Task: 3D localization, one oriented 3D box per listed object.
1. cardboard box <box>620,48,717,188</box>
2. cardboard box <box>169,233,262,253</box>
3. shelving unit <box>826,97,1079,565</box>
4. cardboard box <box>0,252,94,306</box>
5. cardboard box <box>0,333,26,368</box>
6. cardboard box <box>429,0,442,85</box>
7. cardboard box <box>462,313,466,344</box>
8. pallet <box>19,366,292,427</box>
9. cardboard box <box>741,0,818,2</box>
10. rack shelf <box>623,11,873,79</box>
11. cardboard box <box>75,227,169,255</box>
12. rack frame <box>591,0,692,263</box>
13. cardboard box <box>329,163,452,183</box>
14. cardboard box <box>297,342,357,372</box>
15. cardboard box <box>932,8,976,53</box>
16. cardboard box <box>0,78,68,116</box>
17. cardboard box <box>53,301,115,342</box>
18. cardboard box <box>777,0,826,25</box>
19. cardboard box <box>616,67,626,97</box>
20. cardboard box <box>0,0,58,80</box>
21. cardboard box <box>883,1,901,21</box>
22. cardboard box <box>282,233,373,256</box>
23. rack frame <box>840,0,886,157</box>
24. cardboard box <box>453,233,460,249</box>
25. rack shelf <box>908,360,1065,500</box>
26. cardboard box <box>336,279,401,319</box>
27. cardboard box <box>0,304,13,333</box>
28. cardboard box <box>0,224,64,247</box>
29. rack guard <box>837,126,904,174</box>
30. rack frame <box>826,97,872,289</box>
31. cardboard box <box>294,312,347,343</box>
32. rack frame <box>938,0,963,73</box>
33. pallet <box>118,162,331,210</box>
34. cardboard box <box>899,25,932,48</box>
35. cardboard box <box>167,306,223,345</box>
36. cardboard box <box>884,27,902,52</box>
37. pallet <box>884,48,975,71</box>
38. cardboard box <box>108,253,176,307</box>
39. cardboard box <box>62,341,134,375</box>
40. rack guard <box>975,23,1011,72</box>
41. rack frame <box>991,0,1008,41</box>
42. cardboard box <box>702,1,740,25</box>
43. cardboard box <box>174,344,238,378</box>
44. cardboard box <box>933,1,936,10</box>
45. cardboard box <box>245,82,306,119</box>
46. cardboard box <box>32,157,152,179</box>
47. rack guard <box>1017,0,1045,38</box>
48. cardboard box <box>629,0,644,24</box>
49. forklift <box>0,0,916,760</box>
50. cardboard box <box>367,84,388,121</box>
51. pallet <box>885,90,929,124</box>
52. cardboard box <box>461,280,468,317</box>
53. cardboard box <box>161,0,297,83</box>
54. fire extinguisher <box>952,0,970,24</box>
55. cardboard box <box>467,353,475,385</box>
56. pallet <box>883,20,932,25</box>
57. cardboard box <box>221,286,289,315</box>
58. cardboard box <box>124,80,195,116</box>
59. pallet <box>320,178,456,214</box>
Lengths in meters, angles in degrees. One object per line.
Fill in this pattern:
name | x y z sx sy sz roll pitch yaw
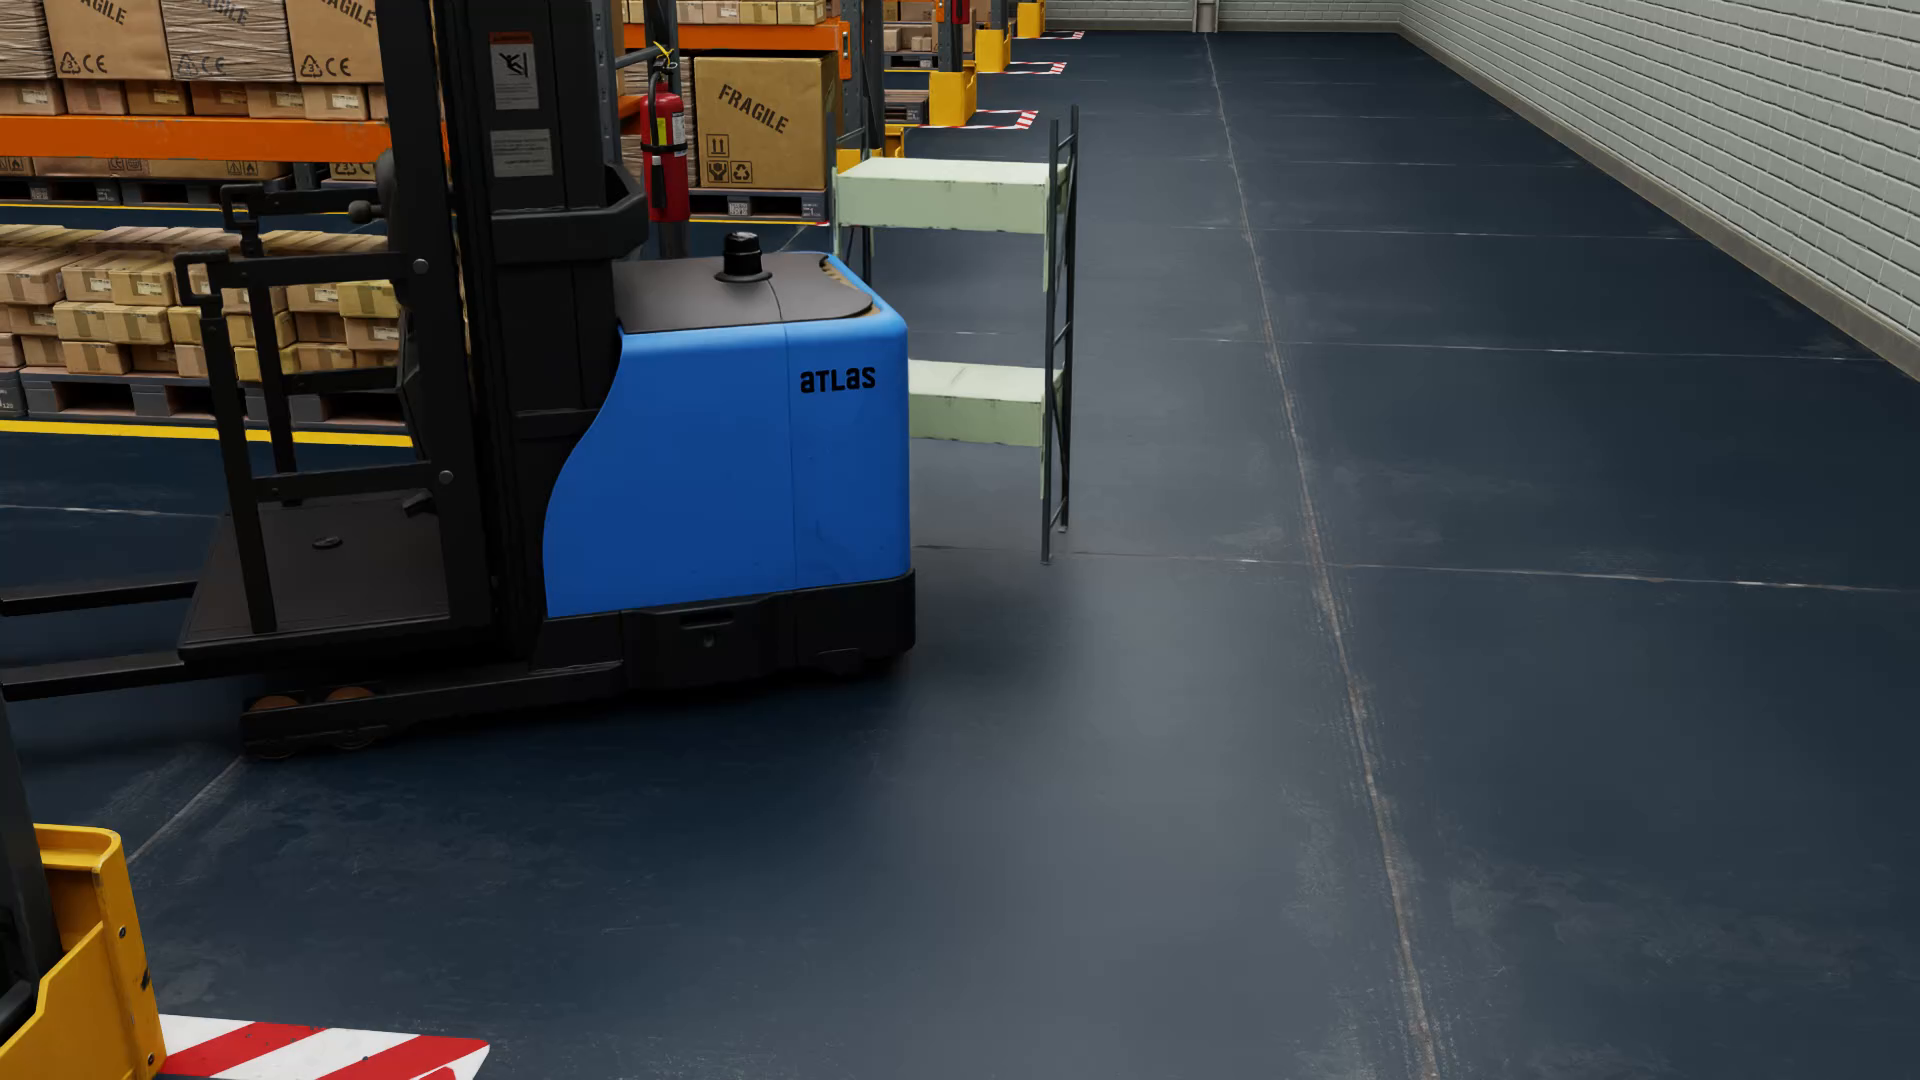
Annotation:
cardboard box | -2.221 -3.033 11.850 0.875 0.875 0.875 2 22 6
cardboard box | -3.406 -1.300 7.645 0.250 0.149 0.380 3 22 6
shelving unit | -0.017 -0.715 5.708 0.755 1.500 0.431 5 22 13
cardboard box | -3.982 -1.140 7.240 0.250 0.149 0.380 3 22 7
cardboard box | -4.229 -0.895 7.430 0.250 0.149 0.380 2 22 5
cardboard box | -1.833 -2.092 6.610 0.500 0.500 0.500 3 22 7
cardboard box | -2.167 -0.939 7.136 0.250 0.149 0.380 2 22 5
pallet | -3.442 -0.790 7.650 1.213 0.211 1.003 2 22 6
cardboard box | -1.184 -3.780 11.222 0.500 0.250 0.500 2 22 5
rack shelf | -2.658 -3.540 11.792 4.000 0.370 1.077 2 22 6
cardboard box | -3.909 -1.358 7.791 0.250 0.149 0.380 1 22 4
rack frame | -1.356 -1.981 6.871 0.127 3.000 1.000 2 22 6
cardboard box | -3.998 -3.110 12.046 0.875 0.875 0.875 2 22 6
cardboard box | -2.670 -0.820 7.241 0.250 0.149 0.380 3 22 7
cardboard box | -0.071 -6.380 20.800 0.500 0.500 0.500 2 22 6
cardboard box | -3.772 -1.867 6.923 0.250 0.149 0.380 3 22 9
cardboard box | -3.717 -0.987 7.258 0.250 0.149 0.380 2 22 6
cardboard box | -1.064 -3.566 11.222 0.250 0.149 0.380 3 22 7
cardboard box | -1.639 -1.998 7.256 0.250 0.149 0.380 2 22 6
cardboard box | -3.878 -2.172 6.813 0.500 0.500 0.500 2 22 5
cardboard box | -1.157 -8.303 25.691 0.500 0.500 0.700 3 22 8
cardboard box | -2.890 -1.296 7.635 0.250 0.149 0.380 3 22 8
rack frame | -0.672 -3.788 11.441 0.127 3.000 1.000 2 22 6
cardboard box | -2.359 -1.300 7.645 0.250 0.149 0.380 2 22 6
rack shelf | -0.017 -0.412 5.828 0.720 0.370 0.431 5 22 13
cardboard box | -2.426 -1.054 7.024 0.250 0.149 0.380 2 22 5
cardboard box | -4.230 -1.041 7.396 0.250 0.149 0.380 1 22 4
cardboard box | -4.438 -1.375 7.836 0.250 0.149 0.380 2 22 6
rack guard | -0.648 -2.624 11.898 0.348 0.500 1.175 2 22 6
rack frame | -0.373 -0.747 5.789 0.023 1.500 0.400 5 22 13
cardboard box | -2.685 -0.979 7.238 0.250 0.149 0.380 2 22 6
rack frame | -0.089 -5.596 16.015 0.127 3.000 1.000 2 22 6
pallet | -5.419 -2.670 12.406 1.213 0.211 1.003 2 22 6
cardboard box | -0.505 -6.479 21.390 0.500 0.250 0.500 2 22 6
cardboard box | -3.198 -0.965 7.203 0.250 0.149 0.380 4 22 9
cardboard box | -1.011 -6.316 20.977 0.500 0.250 0.500 2 22 6
pallet | -0.370 -6.145 21.196 1.213 0.211 1.003 2 22 6
cardboard box | -3.462 -1.133 7.223 0.250 0.149 0.380 3 22 7
cardboard box | -3.711 -0.849 7.315 0.250 0.149 0.380 2 22 5
rack guard | 0.422 -6.245 21.057 0.348 0.500 1.175 2 22 6
rack frame | 0.498 -7.404 20.589 0.127 3.000 1.000 2 22 6
cardboard box | -1.573 -3.588 11.277 0.250 0.149 0.380 3 22 6
cardboard box | -3.199 -0.828 7.260 0.250 0.149 0.380 3 22 7
cardboard box | -0.127 -8.261 25.585 0.500 0.500 0.700 2 22 6
cardboard box | -2.721 -1.830 6.830 0.250 0.149 0.380 2 22 4
cardboard box | -6.169 -3.227 12.341 0.875 0.875 1.225 2 22 4
rack guard | 1.101 -8.050 25.621 0.348 0.500 1.175 2 22 6
cardboard box | -2.079 -3.610 11.332 0.250 0.149 0.380 2 22 5
forklift | -1.708 -0.992 4.462 3.031 2.935 1.130 -6 22 -15
cardboard box | -2.206 -1.805 6.768 0.250 0.149 0.380 2 22 6
pallet | -0.903 -4.349 16.654 1.213 0.211 1.003 2 22 6
cardboard box | -1.912 -1.058 7.033 0.250 0.149 0.380 3 22 7
cardboard box | -2.848 -2.134 6.718 0.500 0.500 0.500 3 22 6
fire extinguisher | 0.007 -5.214 15.661 0.183 0.674 0.296 2 22 6
cardboard box | -2.171 -0.772 7.118 0.250 0.149 0.380 3 22 8
pallet | -0.934 -7.976 25.828 1.213 0.211 1.003 2 22 6
cardboard box | -2.949 -1.080 7.089 0.250 0.149 0.380 3 22 8
cardboard box | -3.247 -1.869 6.928 0.250 0.149 0.380 3 22 7
pallet | -3.898 -2.603 12.236 1.213 0.211 1.003 2 22 6
